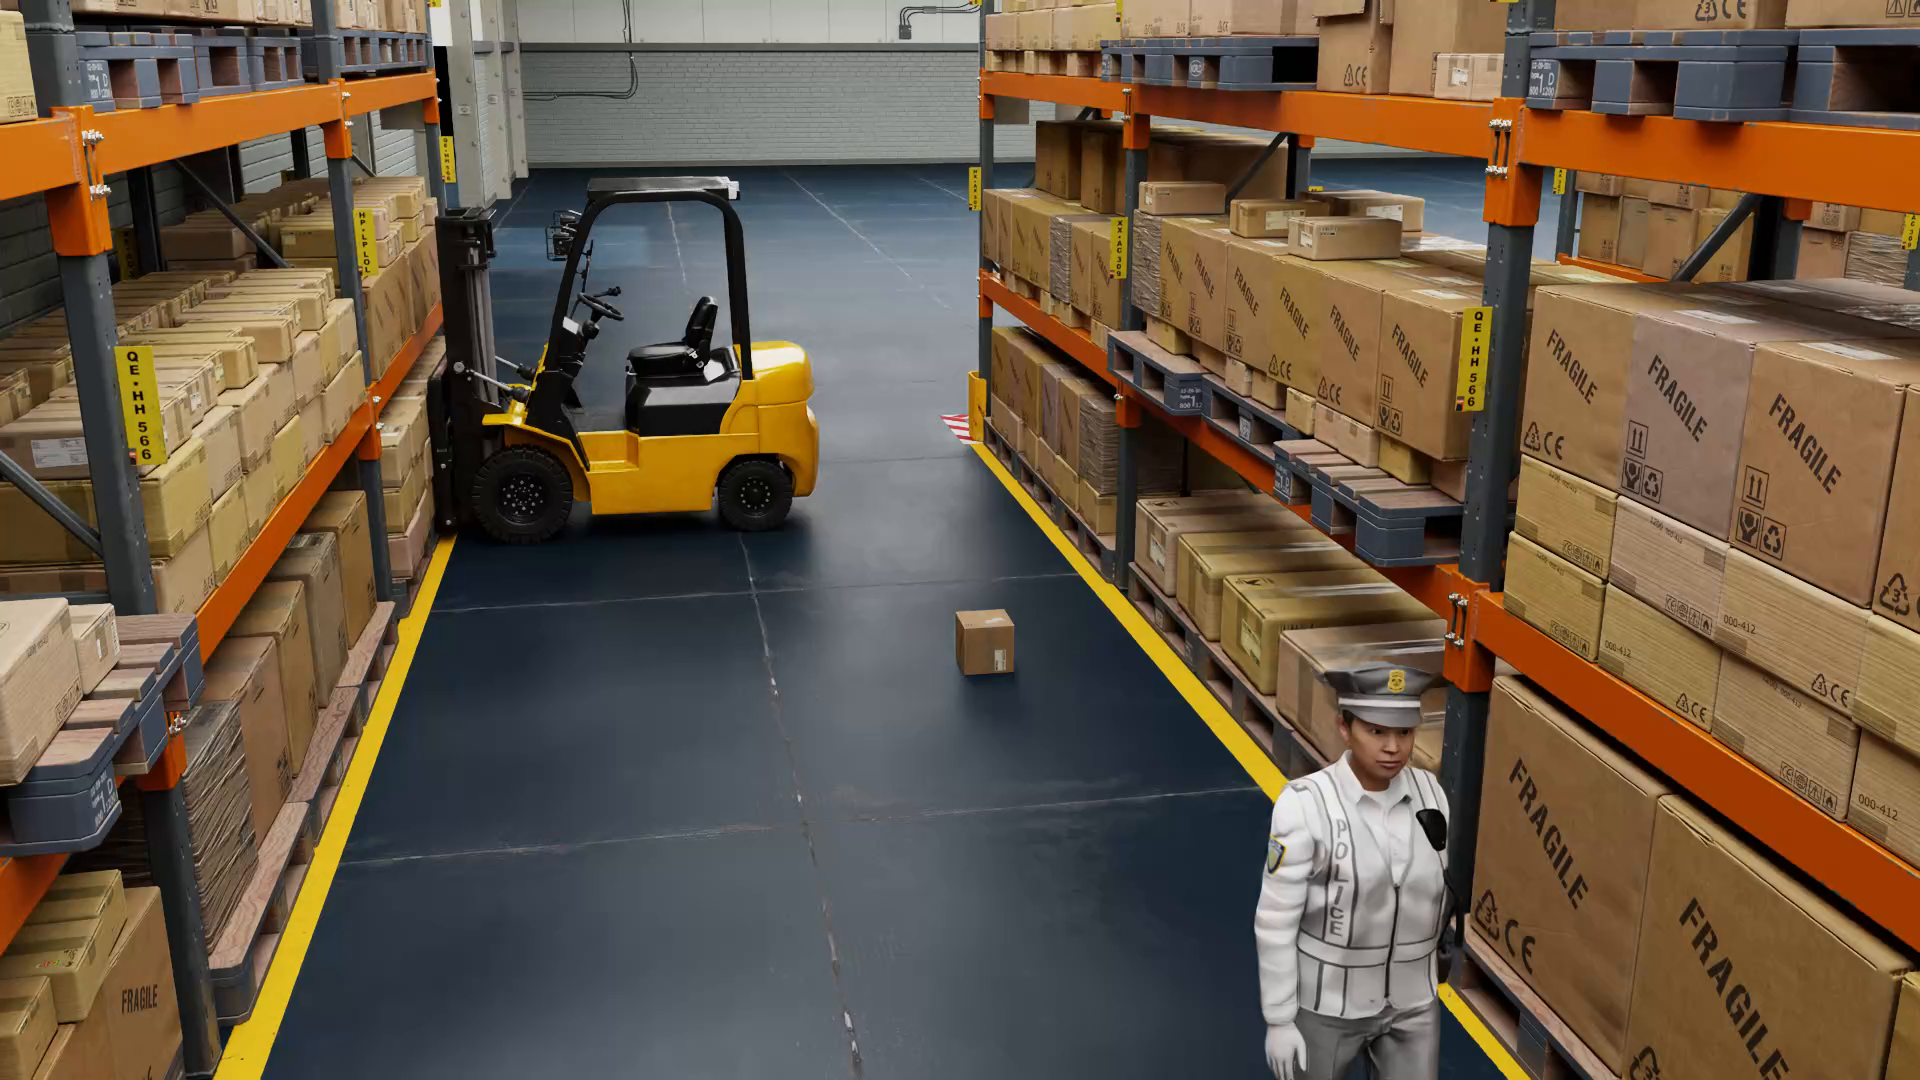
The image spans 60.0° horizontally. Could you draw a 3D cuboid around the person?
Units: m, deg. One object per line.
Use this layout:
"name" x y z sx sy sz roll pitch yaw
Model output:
"person" 0.909 1.049 3.905 0.494 1.658 0.817 -4 17 -12
